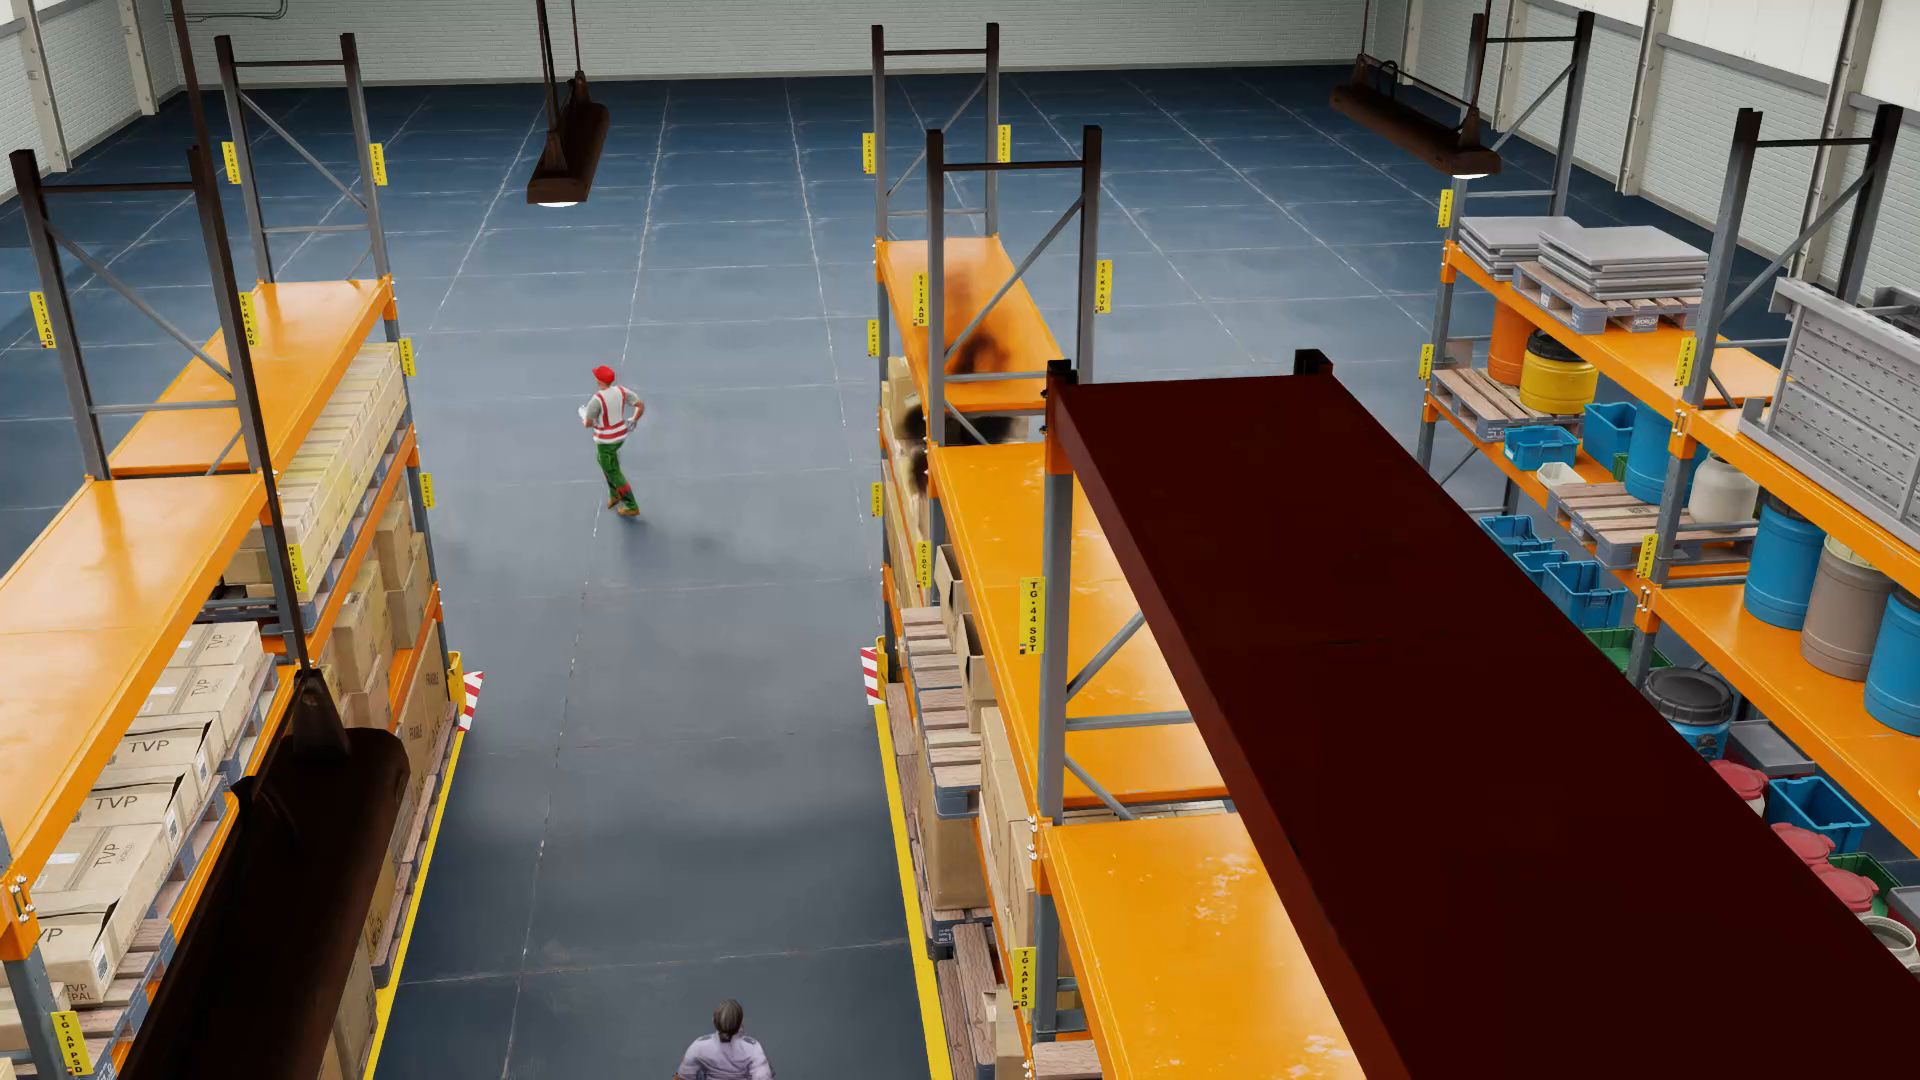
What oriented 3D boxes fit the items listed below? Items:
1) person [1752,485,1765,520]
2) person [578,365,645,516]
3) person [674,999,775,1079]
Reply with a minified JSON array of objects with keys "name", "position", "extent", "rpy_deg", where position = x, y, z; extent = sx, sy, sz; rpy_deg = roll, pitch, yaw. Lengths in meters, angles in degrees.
[{"name":"person","position":[8.736,-0.753,18.086],"extent":[0.793,1.756,0.739],"rpy_deg":[13,28,25]},{"name":"person","position":[-3.948,-1.114,18.773],"extent":[0.758,1.839,0.646],"rpy_deg":[14,29,26]},{"name":"person","position":[-1.327,3.353,9.578],"extent":[0.587,1.683,0.844],"rpy_deg":[-4,26,-7]}]
